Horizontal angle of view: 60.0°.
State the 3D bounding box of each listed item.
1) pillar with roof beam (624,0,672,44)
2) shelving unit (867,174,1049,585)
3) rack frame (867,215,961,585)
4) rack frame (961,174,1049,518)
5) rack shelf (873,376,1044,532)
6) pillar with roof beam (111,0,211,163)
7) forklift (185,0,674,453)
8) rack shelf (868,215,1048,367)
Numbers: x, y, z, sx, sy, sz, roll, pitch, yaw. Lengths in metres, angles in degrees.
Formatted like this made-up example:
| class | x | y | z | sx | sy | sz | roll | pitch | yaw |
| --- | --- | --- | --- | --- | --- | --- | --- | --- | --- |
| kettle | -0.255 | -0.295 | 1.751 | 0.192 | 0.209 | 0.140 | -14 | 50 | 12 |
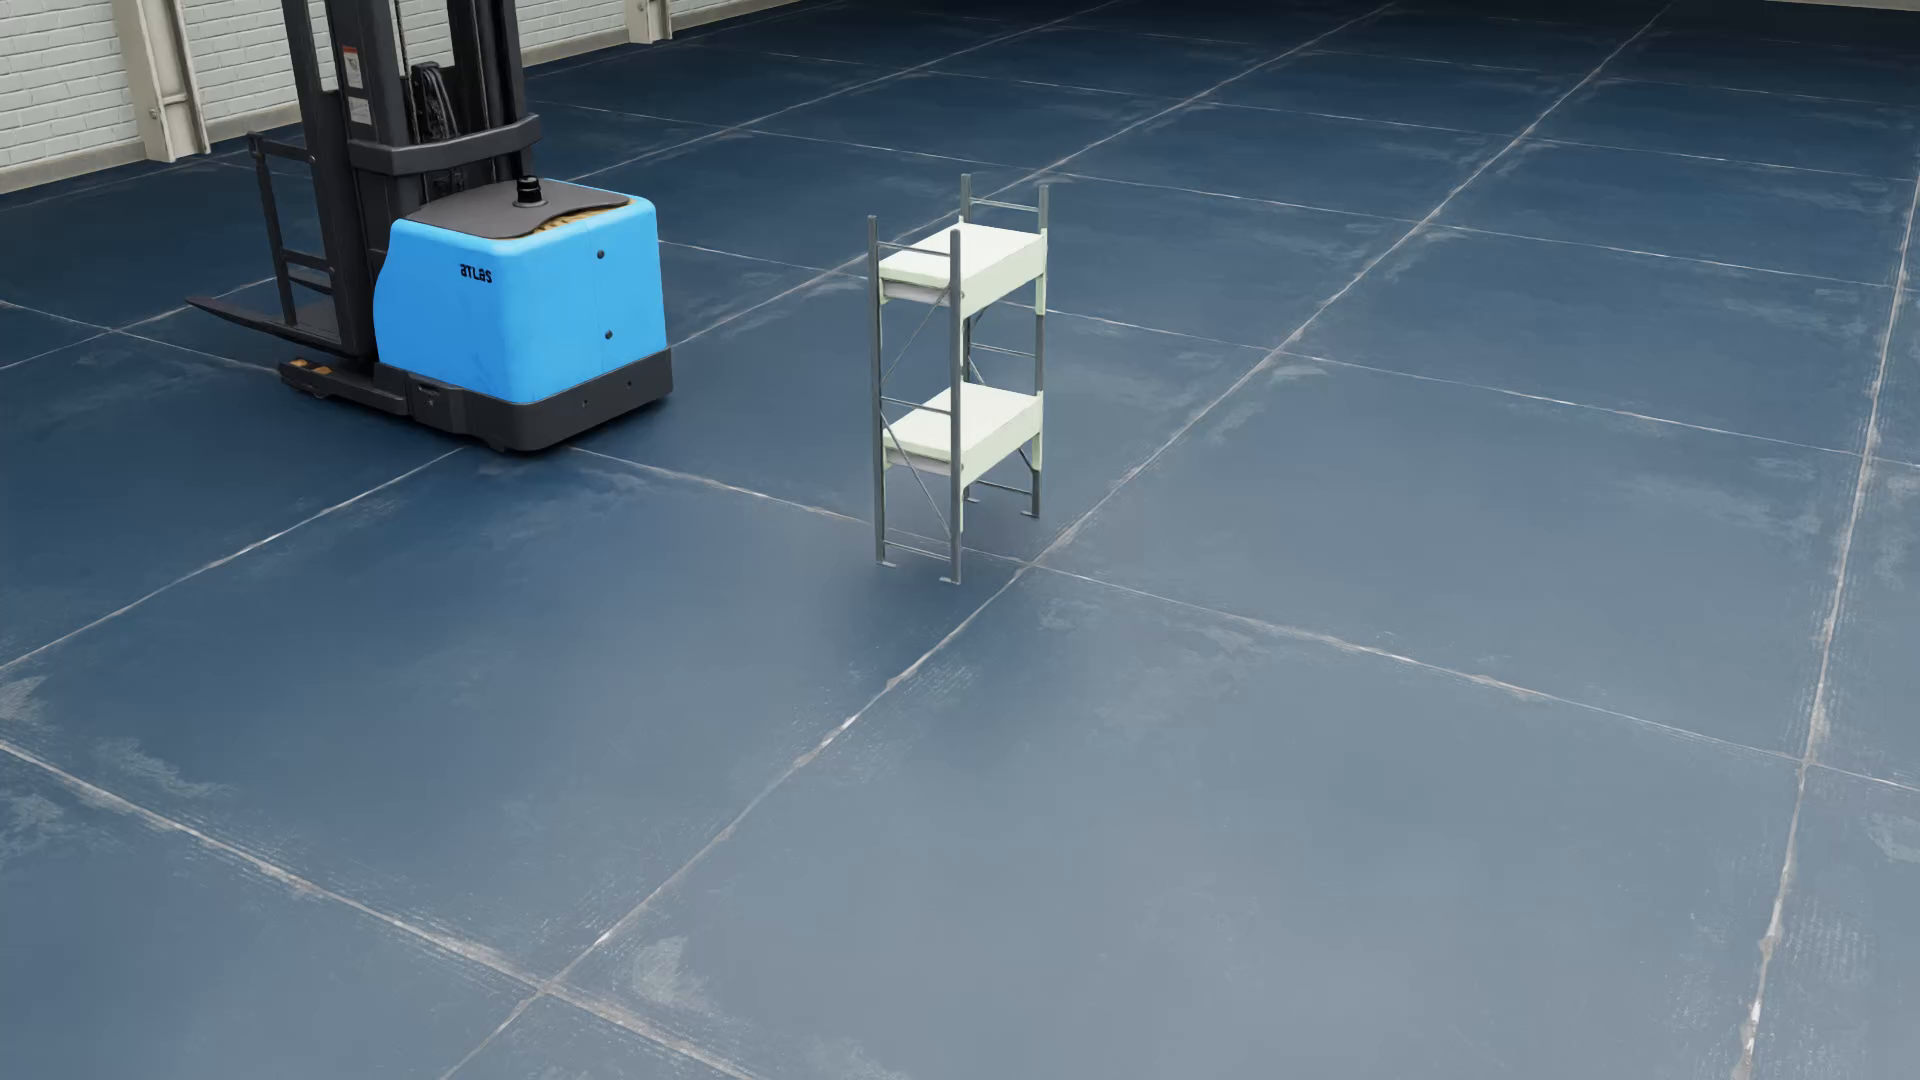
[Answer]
| class | x | y | z | sx | sy | sz | roll | pitch | yaw |
| --- | --- | --- | --- | --- | --- | --- | --- | --- | --- |
| pillar with roof beam | 0.365 | -8.532 | 14.242 | 9.100 | 9.000 | 0.400 | 14 | 30 | 26 |
| shelving unit | 0.003 | -0.673 | 6.919 | 0.431 | 1.500 | 0.755 | 14 | 30 | 26 |
| rack frame | -0.177 | -0.531 | 6.635 | 0.400 | 1.500 | 0.023 | 14 | 30 | 26 |
| rack frame | 0.183 | -0.816 | 7.204 | 0.400 | 1.500 | 0.023 | 14 | 30 | 26 |
| rack shelf | 0.003 | -0.382 | 7.065 | 0.431 | 0.370 | 0.720 | 14 | 30 | 26 |
| pillar with roof beam | -2.586 | -6.194 | 9.570 | 9.100 | 9.000 | 0.400 | 14 | 30 | 26 |
| forklift | -2.995 | -2.229 | 8.429 | 3.031 | 2.935 | 1.130 | 17 | 31 | 30 |
| rack shelf | 0.003 | -1.022 | 6.745 | 0.431 | 0.370 | 0.720 | 14 | 30 | 26 |
